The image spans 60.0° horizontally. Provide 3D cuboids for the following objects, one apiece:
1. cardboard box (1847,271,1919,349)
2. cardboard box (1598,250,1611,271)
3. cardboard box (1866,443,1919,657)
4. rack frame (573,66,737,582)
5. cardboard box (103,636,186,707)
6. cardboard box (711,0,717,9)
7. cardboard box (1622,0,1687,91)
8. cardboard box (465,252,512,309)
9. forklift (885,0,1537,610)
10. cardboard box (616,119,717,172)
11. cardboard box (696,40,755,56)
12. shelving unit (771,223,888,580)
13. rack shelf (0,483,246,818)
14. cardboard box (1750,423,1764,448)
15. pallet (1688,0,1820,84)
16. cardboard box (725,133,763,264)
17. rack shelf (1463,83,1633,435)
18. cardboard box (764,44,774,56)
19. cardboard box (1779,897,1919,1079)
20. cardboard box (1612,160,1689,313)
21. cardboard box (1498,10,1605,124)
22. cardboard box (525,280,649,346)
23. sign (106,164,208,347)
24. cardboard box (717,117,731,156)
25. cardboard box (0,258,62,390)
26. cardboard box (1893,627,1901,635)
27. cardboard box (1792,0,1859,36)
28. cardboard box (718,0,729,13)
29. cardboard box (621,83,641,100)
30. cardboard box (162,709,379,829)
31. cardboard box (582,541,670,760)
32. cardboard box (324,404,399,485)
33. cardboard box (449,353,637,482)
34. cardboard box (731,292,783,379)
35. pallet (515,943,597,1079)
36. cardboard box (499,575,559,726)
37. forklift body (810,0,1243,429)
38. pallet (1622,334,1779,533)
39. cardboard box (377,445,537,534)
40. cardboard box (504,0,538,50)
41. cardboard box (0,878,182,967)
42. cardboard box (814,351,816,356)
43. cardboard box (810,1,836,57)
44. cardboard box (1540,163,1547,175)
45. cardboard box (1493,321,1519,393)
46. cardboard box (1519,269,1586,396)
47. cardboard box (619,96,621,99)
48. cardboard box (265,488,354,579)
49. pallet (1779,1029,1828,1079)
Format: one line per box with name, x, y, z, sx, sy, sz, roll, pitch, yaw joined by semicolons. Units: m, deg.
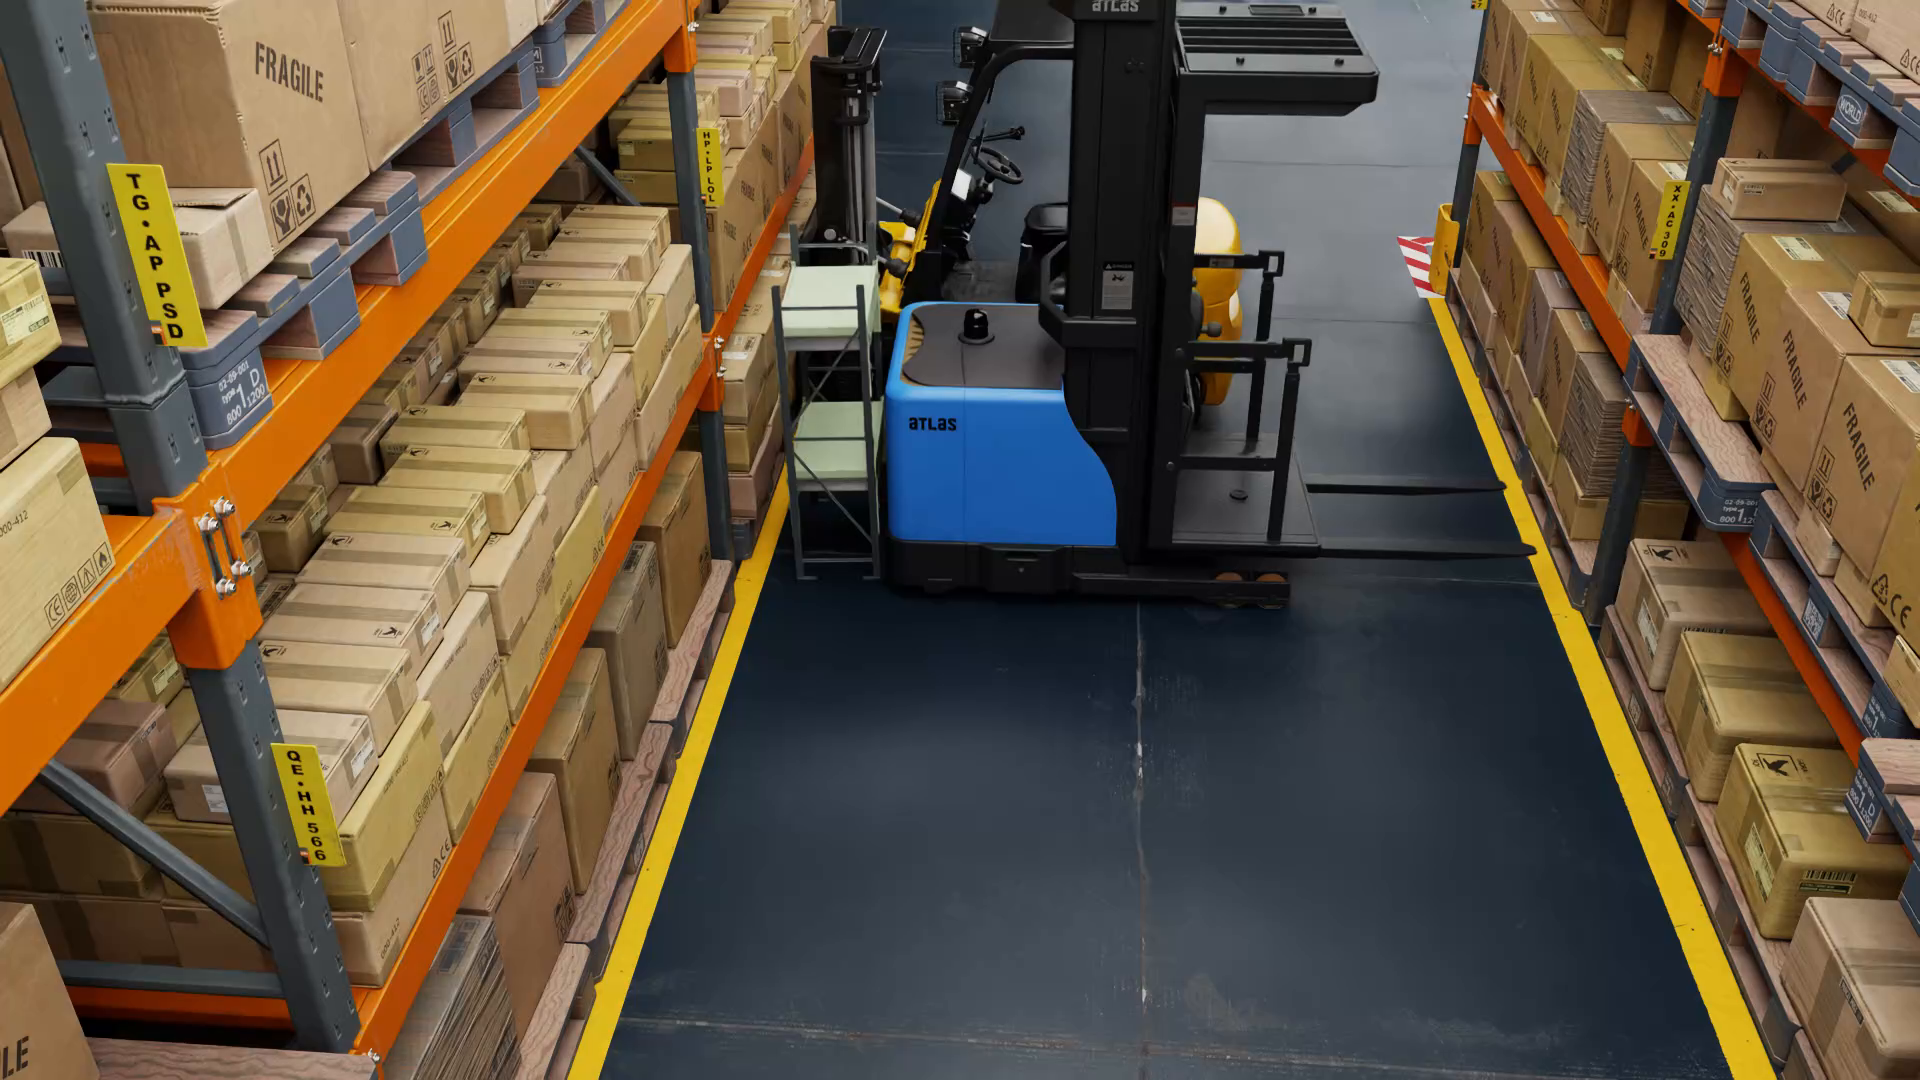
cardboard box;2.997;-0.707;5.140;0.380;0.149;0.250;4;32;7
cardboard box;3.243;-1.353;7.826;0.380;0.149;0.250;2;32;3
cardboard box;2.879;0.073;4.493;0.500;0.500;0.500;0;32;1
rack frame;-1.574;-1.096;7.169;1.000;3.000;0.127;2;32;4
cardboard box;-2.165;0.357;4.099;0.380;0.149;0.250;3;32;5
cardboard box;-1.586;-3.064;9.365;0.380;0.149;0.250;3;32;4
cardboard box;3.709;-2.506;8.125;0.700;0.500;0.500;2;32;4
cardboard box;-1.911;-0.971;6.254;0.380;0.149;0.250;2;32;4
forklift;1.189;-1.211;7.421;3.031;2.935;1.130;1;32;2
cardboard box;-1.252;-1.695;7.145;0.380;0.149;0.250;3;32;5
cardboard box;-1.226;-2.372;8.243;0.380;0.149;0.250;2;32;4
shelving unit;-0.588;-0.647;7.860;0.431;1.500;0.755;-1;32;2
rack shelf;-2.062;1.071;1.480;1.077;0.370;4.000;2;32;4
cardboard box;3.038;-0.401;5.880;0.380;0.149;0.250;4;32;7
pallet;3.217;-1.765;5.574;1.213;0.211;1.003;2;32;4
cardboard box;-1.252;-1.632;7.945;0.500;0.500;0.500;3;32;5
rack shelf;3.537;-1.625;8.714;1.077;0.370;4.000;2;32;4
cardboard box;-1.187;-2.515;8.758;0.380;0.149;0.250;2;32;4
cardboard box;3.156;1.464;5.119;0.950;0.372;0.625;2;32;3
cardboard box;3.162;-1.298;7.118;0.500;0.500;0.500;2;32;3
cardboard box;3.345;-2.640;9.296;0.500;0.500;0.500;3;32;5
cardboard box;-1.345;-0.822;6.011;0.380;0.149;0.250;2;32;2
sign;-1.359;-0.477;2.813;0.100;0.325;0.005;2;32;4
cardboard box;-1.273;-1.843;7.668;0.380;0.149;0.250;2;32;4
cardboard box;-1.633;-0.321;2.533;0.380;0.149;0.250;3;32;6
cardboard box;2.949;0.274;4.786;0.380;0.149;0.250;3;32;4
cardboard box;2.886;-1.724;5.072;0.500;0.250;0.500;2;32;3
cardboard box;-1.145;-3.041;9.329;0.380;0.149;0.250;3;32;4
cardboard box;-1.692;-2.127;8.129;0.380;0.149;0.250;3;32;6
cardboard box;-1.580;0.523;3.829;0.380;0.149;0.250;3;32;5
cardboard box;-1.676;0.415;6.581;0.875;0.625;0.625;2;32;3
cardboard box;-1.969;-0.305;5.173;0.380;0.149;0.250;3;32;5
cardboard box;-1.441;-0.441;5.773;0.500;0.250;0.500;3;32;5
cardboard box;-1.170;-1.036;8.340;0.500;0.250;0.500;3;32;4
pallet;-1.794;1.754;5.203;1.003;0.211;1.213;2;32;4
cardboard box;-1.539;0.305;5.038;0.500;0.250;0.500;1;32;2
forklift body;0.416;-1.757;9.051;2.313;2.155;1.214;2;32;4
pallet;3.167;-0.411;6.240;1.003;0.211;1.213;2;32;4
cardboard box;-1.485;-0.152;4.925;0.380;0.149;0.250;3;32;5
cardboard box;-1.423;-1.496;4.703;0.380;0.149;0.250;2;32;3
cardboard box;-2.118;0.814;4.214;0.500;0.250;0.500;2;32;3
cardboard box;-1.091;-1.143;9.466;0.500;0.250;0.500;3;32;6
cardboard box;-1.026;-2.962;10.101;0.500;0.500;0.500;2;32;3
cardboard box;3.341;-2.026;8.917;0.380;0.149;0.250;3;32;6
cardboard box;3.277;-1.023;9.272;0.500;0.250;0.500;5;32;7
cardboard box;3.234;-1.067;8.628;0.500;0.500;0.500;4;32;7
cardboard box;-1.821;-2.123;7.839;0.380;0.149;0.250;2;32;3
cardboard box;-2.056;0.071;4.943;0.500;0.250;0.500;2;32;4
pallet;3.113;1.984;4.829;1.003;0.211;1.213;2;32;4
